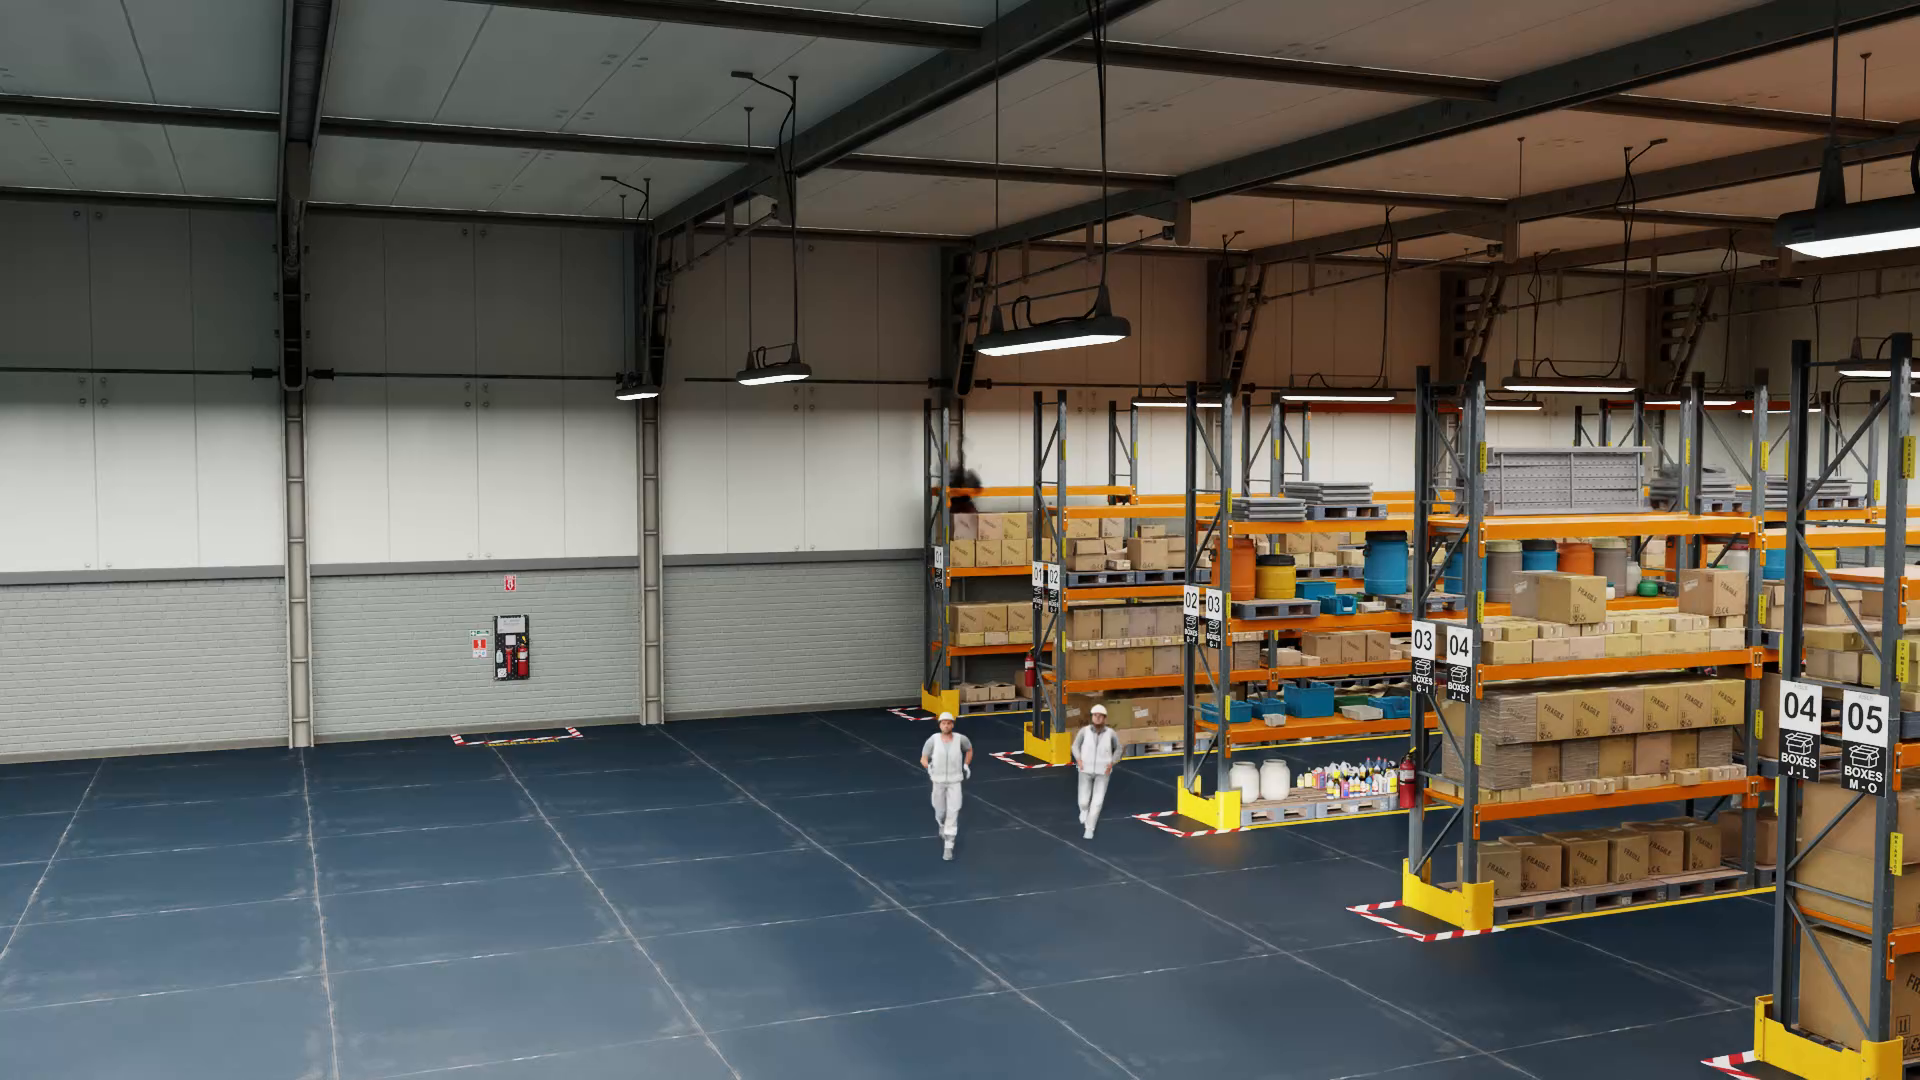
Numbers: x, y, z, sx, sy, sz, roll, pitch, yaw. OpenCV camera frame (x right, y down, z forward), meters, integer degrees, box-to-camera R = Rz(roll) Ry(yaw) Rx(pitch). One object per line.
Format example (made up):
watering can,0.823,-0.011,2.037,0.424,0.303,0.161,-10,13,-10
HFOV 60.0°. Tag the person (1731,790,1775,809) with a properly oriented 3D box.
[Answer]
person,10.967,2.966,22.975,0.830,1.710,0.541,-2,4,-34

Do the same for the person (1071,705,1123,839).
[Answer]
person,1.801,3.021,21.887,0.671,1.729,0.665,0,3,8

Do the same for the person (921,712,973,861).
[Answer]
person,-0.161,3.045,20.888,0.656,1.789,0.956,0,3,0
